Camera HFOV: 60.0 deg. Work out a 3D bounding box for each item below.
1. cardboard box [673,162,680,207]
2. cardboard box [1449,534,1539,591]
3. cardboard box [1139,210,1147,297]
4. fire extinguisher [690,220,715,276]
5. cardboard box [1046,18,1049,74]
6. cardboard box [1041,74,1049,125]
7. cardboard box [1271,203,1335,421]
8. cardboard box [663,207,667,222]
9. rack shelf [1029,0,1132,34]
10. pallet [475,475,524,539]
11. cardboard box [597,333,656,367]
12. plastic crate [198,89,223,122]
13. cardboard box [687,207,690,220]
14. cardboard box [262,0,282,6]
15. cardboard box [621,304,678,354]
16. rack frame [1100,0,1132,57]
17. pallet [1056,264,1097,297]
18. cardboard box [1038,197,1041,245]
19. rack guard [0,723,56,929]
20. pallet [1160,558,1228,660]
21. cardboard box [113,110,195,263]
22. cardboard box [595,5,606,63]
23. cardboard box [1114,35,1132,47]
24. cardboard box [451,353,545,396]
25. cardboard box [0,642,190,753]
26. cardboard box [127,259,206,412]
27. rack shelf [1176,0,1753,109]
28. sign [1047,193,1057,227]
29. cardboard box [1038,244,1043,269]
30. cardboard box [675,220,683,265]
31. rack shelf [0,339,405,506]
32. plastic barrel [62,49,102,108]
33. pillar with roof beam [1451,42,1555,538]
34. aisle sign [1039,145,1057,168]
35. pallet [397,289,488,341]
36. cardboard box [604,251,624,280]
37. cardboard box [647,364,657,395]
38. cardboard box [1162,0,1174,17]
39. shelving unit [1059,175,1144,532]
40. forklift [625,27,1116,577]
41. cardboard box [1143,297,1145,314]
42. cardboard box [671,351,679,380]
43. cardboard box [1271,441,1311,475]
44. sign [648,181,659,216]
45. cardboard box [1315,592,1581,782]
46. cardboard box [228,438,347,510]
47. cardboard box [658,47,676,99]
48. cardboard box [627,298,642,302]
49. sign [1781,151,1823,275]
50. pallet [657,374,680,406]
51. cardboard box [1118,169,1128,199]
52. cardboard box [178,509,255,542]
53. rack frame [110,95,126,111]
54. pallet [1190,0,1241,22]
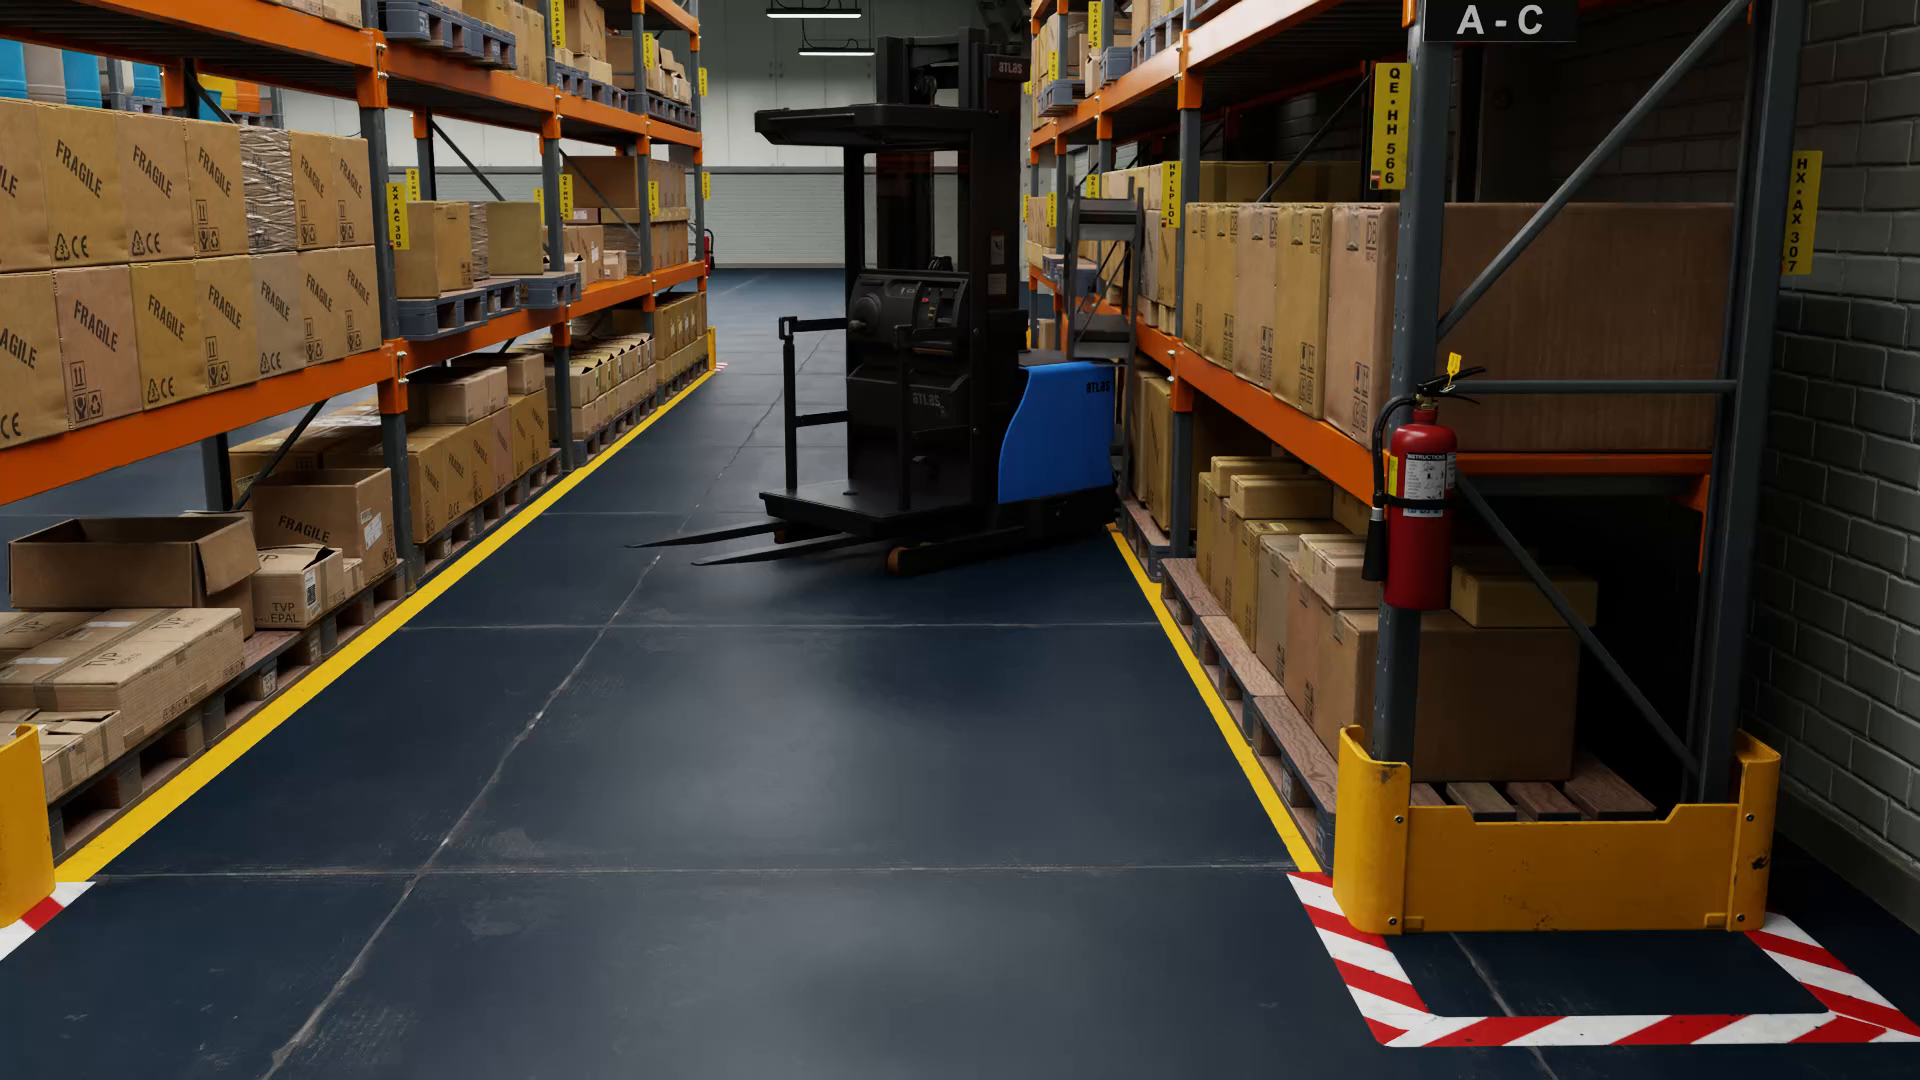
[{"bbox_3d":[-3.582,-4.047,18.949,0.700,0.500,0.500,-1,11,-3],"label":"cardboard box"},{"bbox_3d":[1.764,0.075,5.743,0.380,0.149,0.250,0,11,-1],"label":"cardboard box"},{"bbox_3d":[1.321,-1.702,9.856,0.500,0.500,0.500,0,11,-1],"label":"cardboard box"},{"bbox_3d":[-3.134,-3.558,20.245,0.296,0.674,0.183,0,11,-1],"label":"fire extinguisher"},{"bbox_3d":[1.136,-5.023,16.913,0.500,0.500,0.500,0,11,2],"label":"cardboard box"},{"bbox_3d":[1.135,-4.635,17.515,0.500,0.500,0.500,-1,11,-3],"label":"cardboard box"},{"bbox_3d":[1.640,-0.804,5.721,0.980,0.700,0.700,0,11,-2],"label":"cardboard box"},{"bbox_3d":[-3.361,-3.504,17.903,0.380,0.149,0.250,0,11,-2],"label":"cardboard box"},{"bbox_3d":[1.398,-5.780,17.732,1.077,0.370,4.000,0,11,-1],"label":"rack shelf"},{"bbox_3d":[-3.431,-0.223,10.626,1.003,0.211,1.213,0,11,-1],"label":"pallet"},{"bbox_3d":[-3.218,-1.829,15.978,0.500,0.311,0.500,0,11,-1],"label":"cardboard box"},{"bbox_3d":[-8.208,-4.635,17.857,0.392,0.384,0.575,0,11,-1],"label":"plastic crate"},{"bbox_3d":[-3.398,-3.862,19.667,0.380,0.149,0.250,0,11,-2],"label":"cardboard box"},{"bbox_3d":[-3.053,-2.287,6.620,0.500,0.250,0.500,0,11,-1],"label":"cardboard box"},{"bbox_3d":[-3.228,-2.194,17.301,0.500,0.500,0.500,0,11,-1],"label":"cardboard box"},{"bbox_3d":[1.522,-4.941,11.781,1.000,3.000,0.127,0,11,-1],"label":"rack frame"},{"bbox_3d":[1.401,-2.048,13.093,1.213,0.211,1.003,0,11,-1],"label":"pallet"},{"bbox_3d":[1.105,-3.392,17.675,0.500,0.500,0.500,-1,11,-3],"label":"cardboard box"},{"bbox_3d":[-3.267,0.820,4.758,1.175,0.500,0.348,0,11,-1],"label":"rack guard"},{"bbox_3d":[1.542,0.312,7.989,1.003,0.211,1.213,0,11,-1],"label":"pallet"},{"bbox_3d":[-3.035,-1.221,5.768,0.500,0.500,0.500,0,11,0],"label":"cardboard box"},{"bbox_3d":[-3.540,-4.622,15.188,0.500,0.500,0.500,0,11,0],"label":"cardboard box"},{"bbox_3d":[1.588,-3.789,13.339,0.797,0.503,0.637,1,12,7],"label":"cardboard box"},{"bbox_3d":[-3.171,-1.142,11.437,0.500,0.250,0.500,0,11,1],"label":"cardboard box"},{"bbox_3d":[-3.003,0.534,5.693,0.500,0.250,0.500,0,11,-1],"label":"cardboard box"},{"bbox_3d":[-3.034,-0.730,5.863,0.500,0.500,0.500,0,11,-1],"label":"cardboard box"},{"bbox_3d":[1.646,-1.926,6.272,1.077,0.370,4.000,0,11,-1],"label":"rack shelf"},{"bbox_3d":[0.897,-3.217,16.192,0.100,0.325,0.005,0,11,-1],"label":"sign"},{"bbox_3d":[1.099,-3.024,17.749,0.500,0.250,0.500,0,11,-1],"label":"cardboard box"},{"bbox_3d":[-3.584,-3.422,19.130,0.700,0.500,0.500,0,11,0],"label":"cardboard box"},{"bbox_3d":[-3.307,-0.435,6.466,1.077,0.370,4.000,0,11,-1],"label":"rack shelf"},{"bbox_3d":[-8.238,-4.371,15.254,0.600,0.901,0.708,0,11,-1],"label":"plastic barrel"},{"bbox_3d":[-1.820,-3.993,7.106,9.100,9.000,0.400,0,11,-1],"label":"pillar with roof beam"},{"bbox_3d":[1.055,-4.878,20.022,0.394,0.787,0.004,0,11,-1],"label":"aisle sign"},{"bbox_3d":[-3.255,-1.250,9.159,1.003,0.211,1.213,0,11,-1],"label":"pallet"},{"bbox_3d":[-3.312,-2.535,15.349,0.396,0.266,0.258,-1,11,-3],"label":"cardboard box"},{"bbox_3d":[-3.215,-1.552,16.024,0.500,0.250,0.500,0,11,-2],"label":"cardboard box"},{"bbox_3d":[1.651,-3.424,10.491,0.700,0.500,0.500,0,11,2],"label":"cardboard box"},{"bbox_3d":[0.833,-1.126,10.151,0.431,2.100,0.503,1,20,-1],"label":"shelving unit"},{"bbox_3d":[-0.453,-1.350,9.343,3.031,2.935,1.130,-11,16,-43],"label":"forklift"},{"bbox_3d":[1.338,-1.464,10.313,0.380,0.149,0.250,0,11,1],"label":"cardboard box"},{"bbox_3d":[-3.225,-1.826,17.375,0.500,0.250,0.500,0,11,-1],"label":"cardboard box"},{"bbox_3d":[1.713,-0.385,8.012,0.380,0.149,0.250,0,11,-1],"label":"cardboard box"},{"bbox_3d":[-2.971,-3.308,16.106,0.100,0.325,0.005,0,11,-1],"label":"sign"},{"bbox_3d":[1.573,0.470,5.430,0.700,0.500,0.500,0,11,-1],"label":"cardboard box"},{"bbox_3d":[-3.645,-0.272,9.037,0.500,0.500,0.500,0,11,-1],"label":"cardboard box"},{"bbox_3d":[-3.421,-4.898,17.445,0.797,0.503,0.637,1,12,5],"label":"cardboard box"},{"bbox_3d":[-3.779,-2.390,18.270,0.500,0.500,0.500,0,11,-1],"label":"cardboard box"},{"bbox_3d":[2.242,-0.875,4.450,0.100,0.325,0.005,0,11,-1],"label":"sign"},{"bbox_3d":[-3.488,-1.567,17.250,1.003,0.211,1.213,0,11,-1],"label":"pallet"},{"bbox_3d":[1.300,-2.276,10.795,0.500,0.250,0.500,0,11,-1],"label":"cardboard box"},{"bbox_3d":[-3.556,0.002,8.162,0.500,0.311,0.500,0,11,-1],"label":"cardboard box"},{"bbox_3d":[-8.466,-2.755,16.096,1.000,3.000,0.127,0,11,-1],"label":"rack frame"},{"bbox_3d":[1.611,-2.470,7.367,1.003,0.211,1.213,0,11,-1],"label":"pallet"}]
